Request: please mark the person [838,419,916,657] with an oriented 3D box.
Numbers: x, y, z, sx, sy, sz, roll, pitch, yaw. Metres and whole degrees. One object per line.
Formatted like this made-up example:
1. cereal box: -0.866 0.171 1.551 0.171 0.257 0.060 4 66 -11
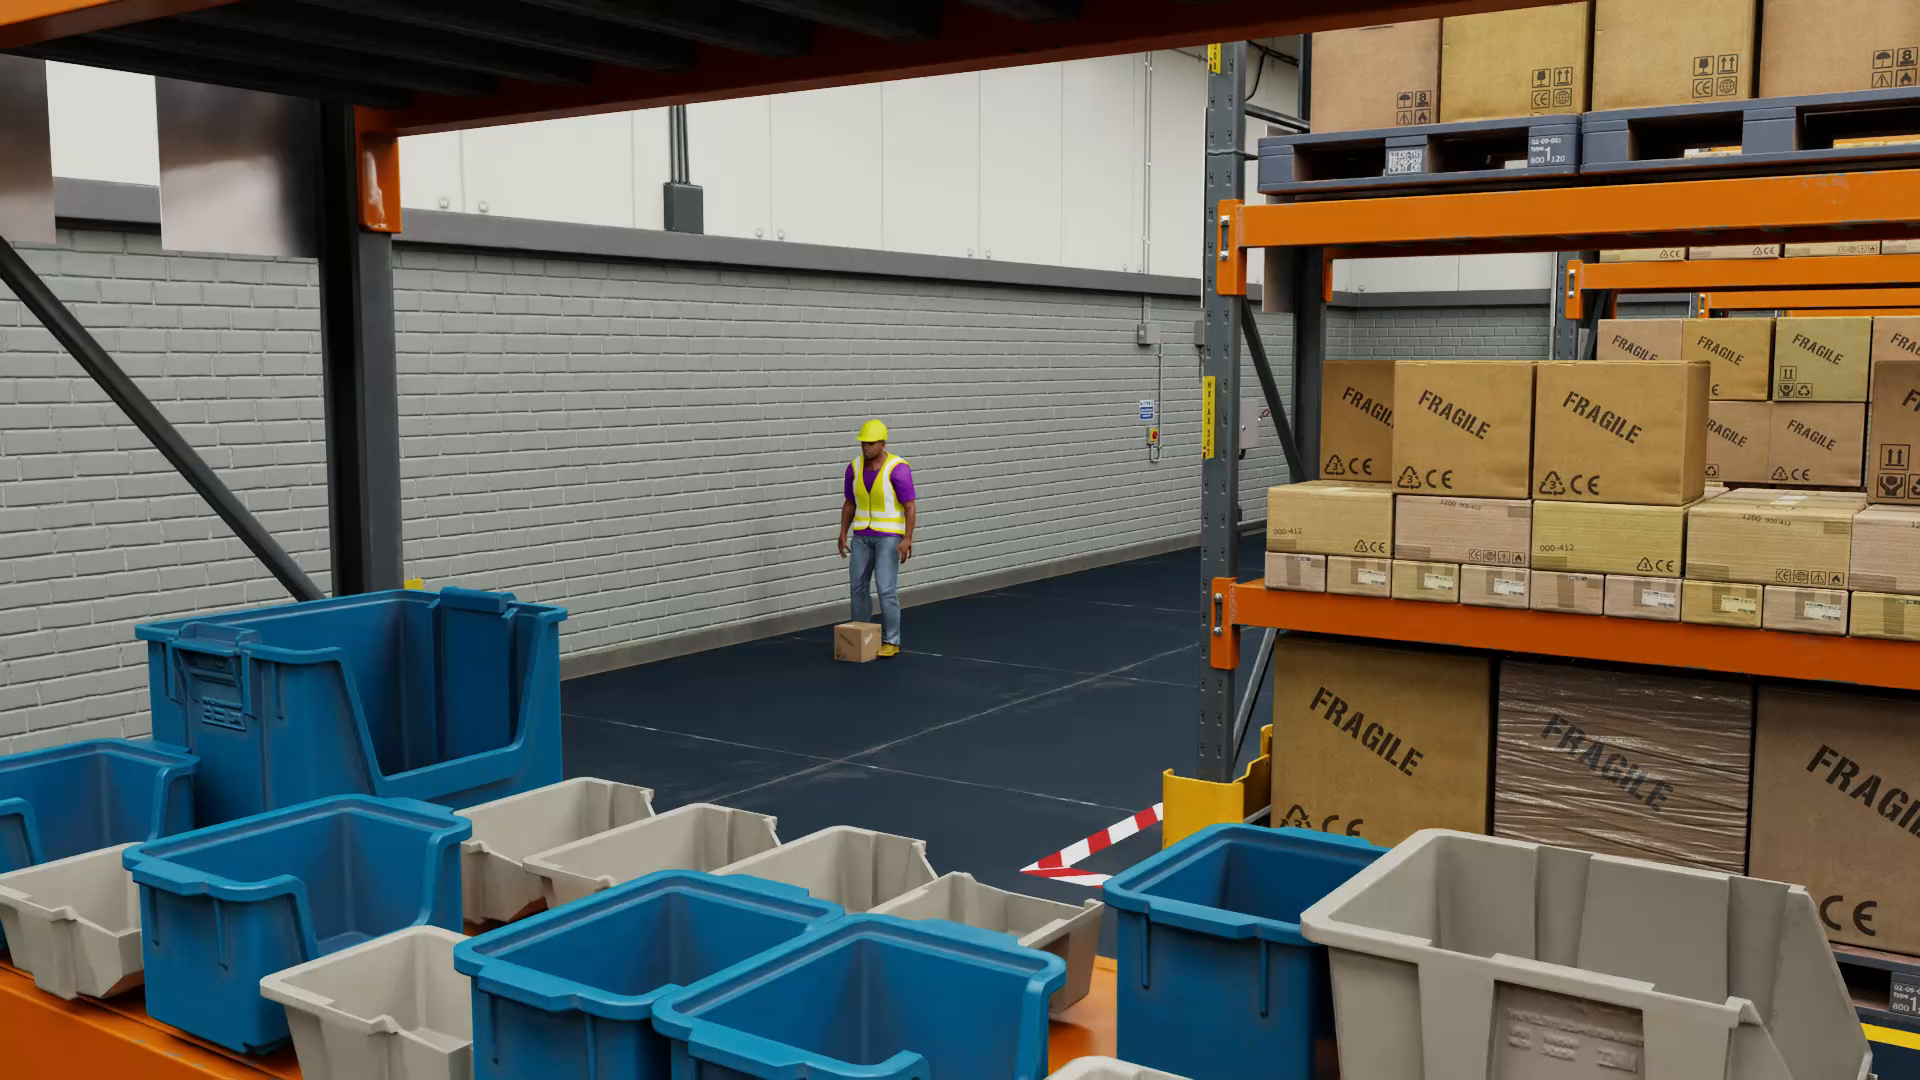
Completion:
1. person: -0.629 -0.018 12.368 0.632 1.759 0.461 4 7 30
